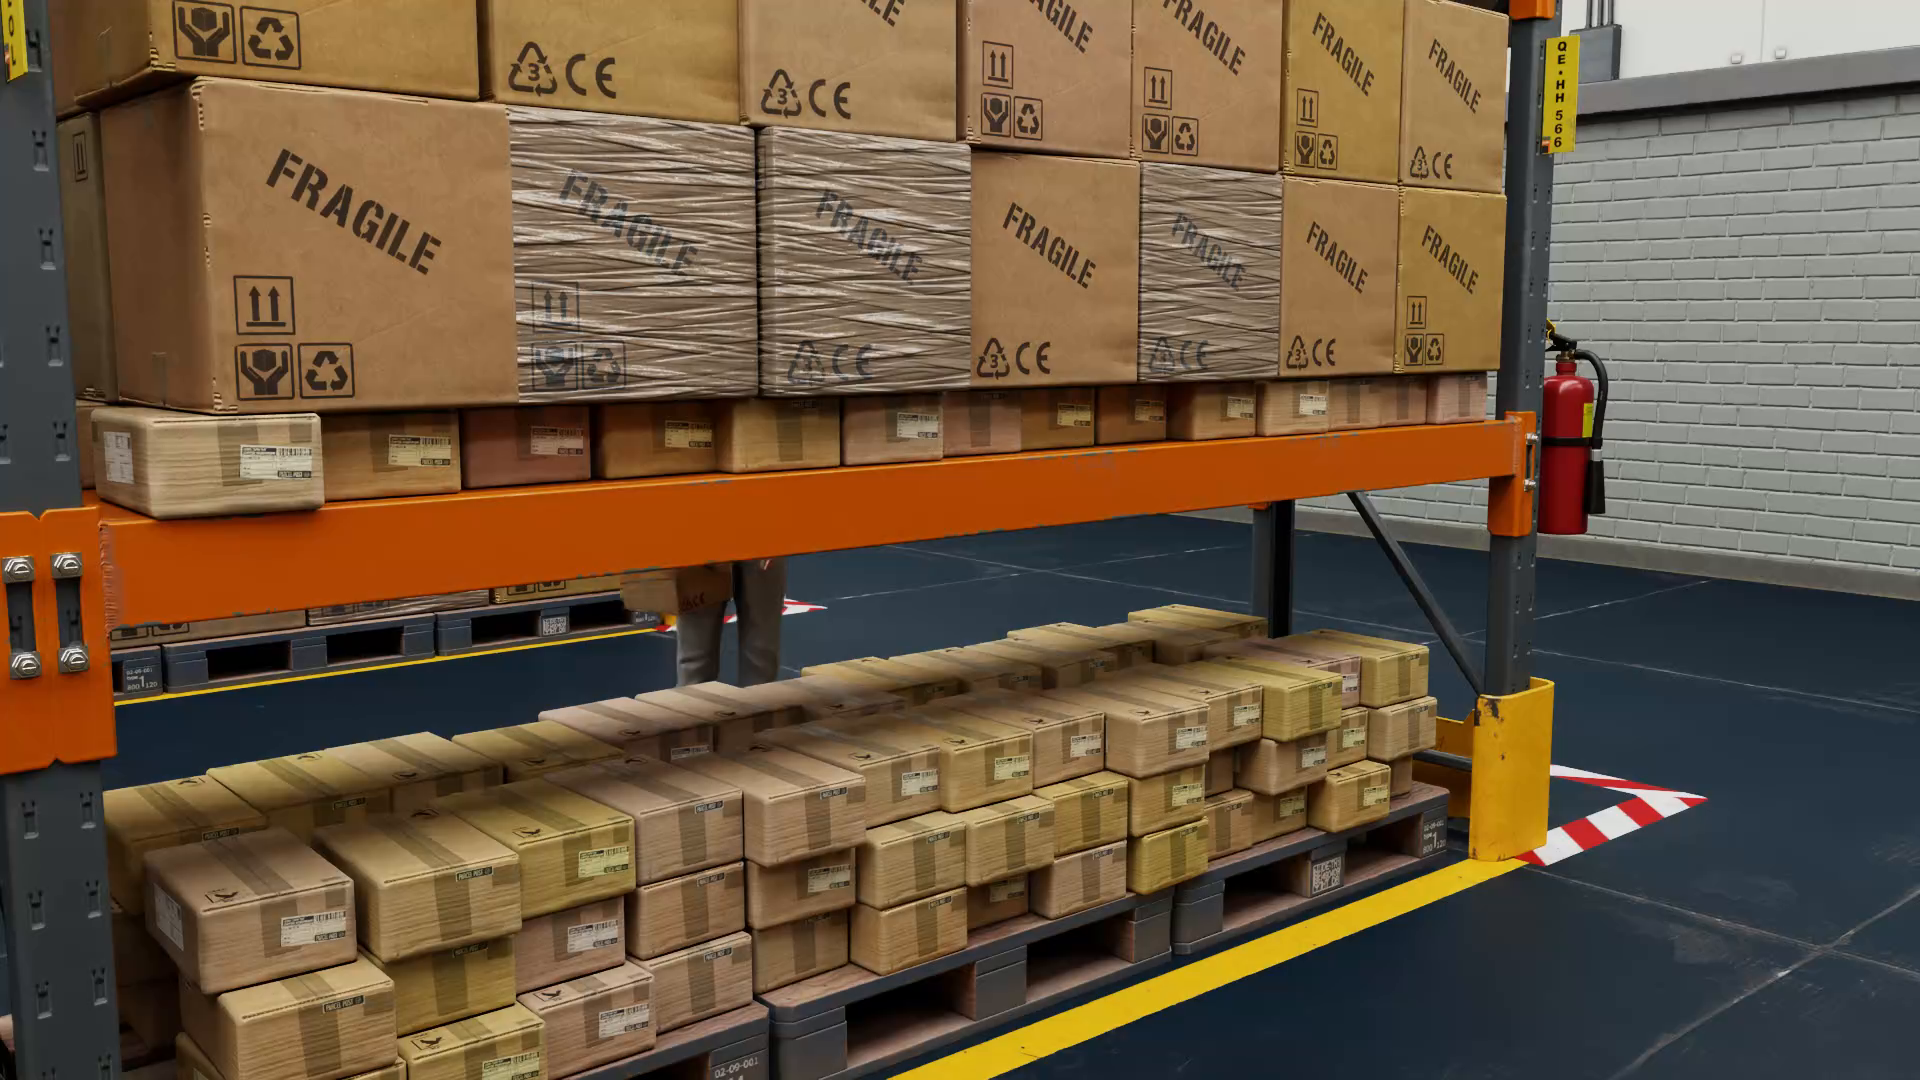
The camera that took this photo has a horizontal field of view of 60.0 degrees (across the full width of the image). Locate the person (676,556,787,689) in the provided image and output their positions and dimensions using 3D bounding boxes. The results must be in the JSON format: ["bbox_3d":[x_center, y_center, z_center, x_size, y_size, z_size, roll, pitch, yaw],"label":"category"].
[{"bbox_3d":[-0.780,0.029,5.512,0.525,1.681,0.488,-1,8,-8],"label":"person"}]
